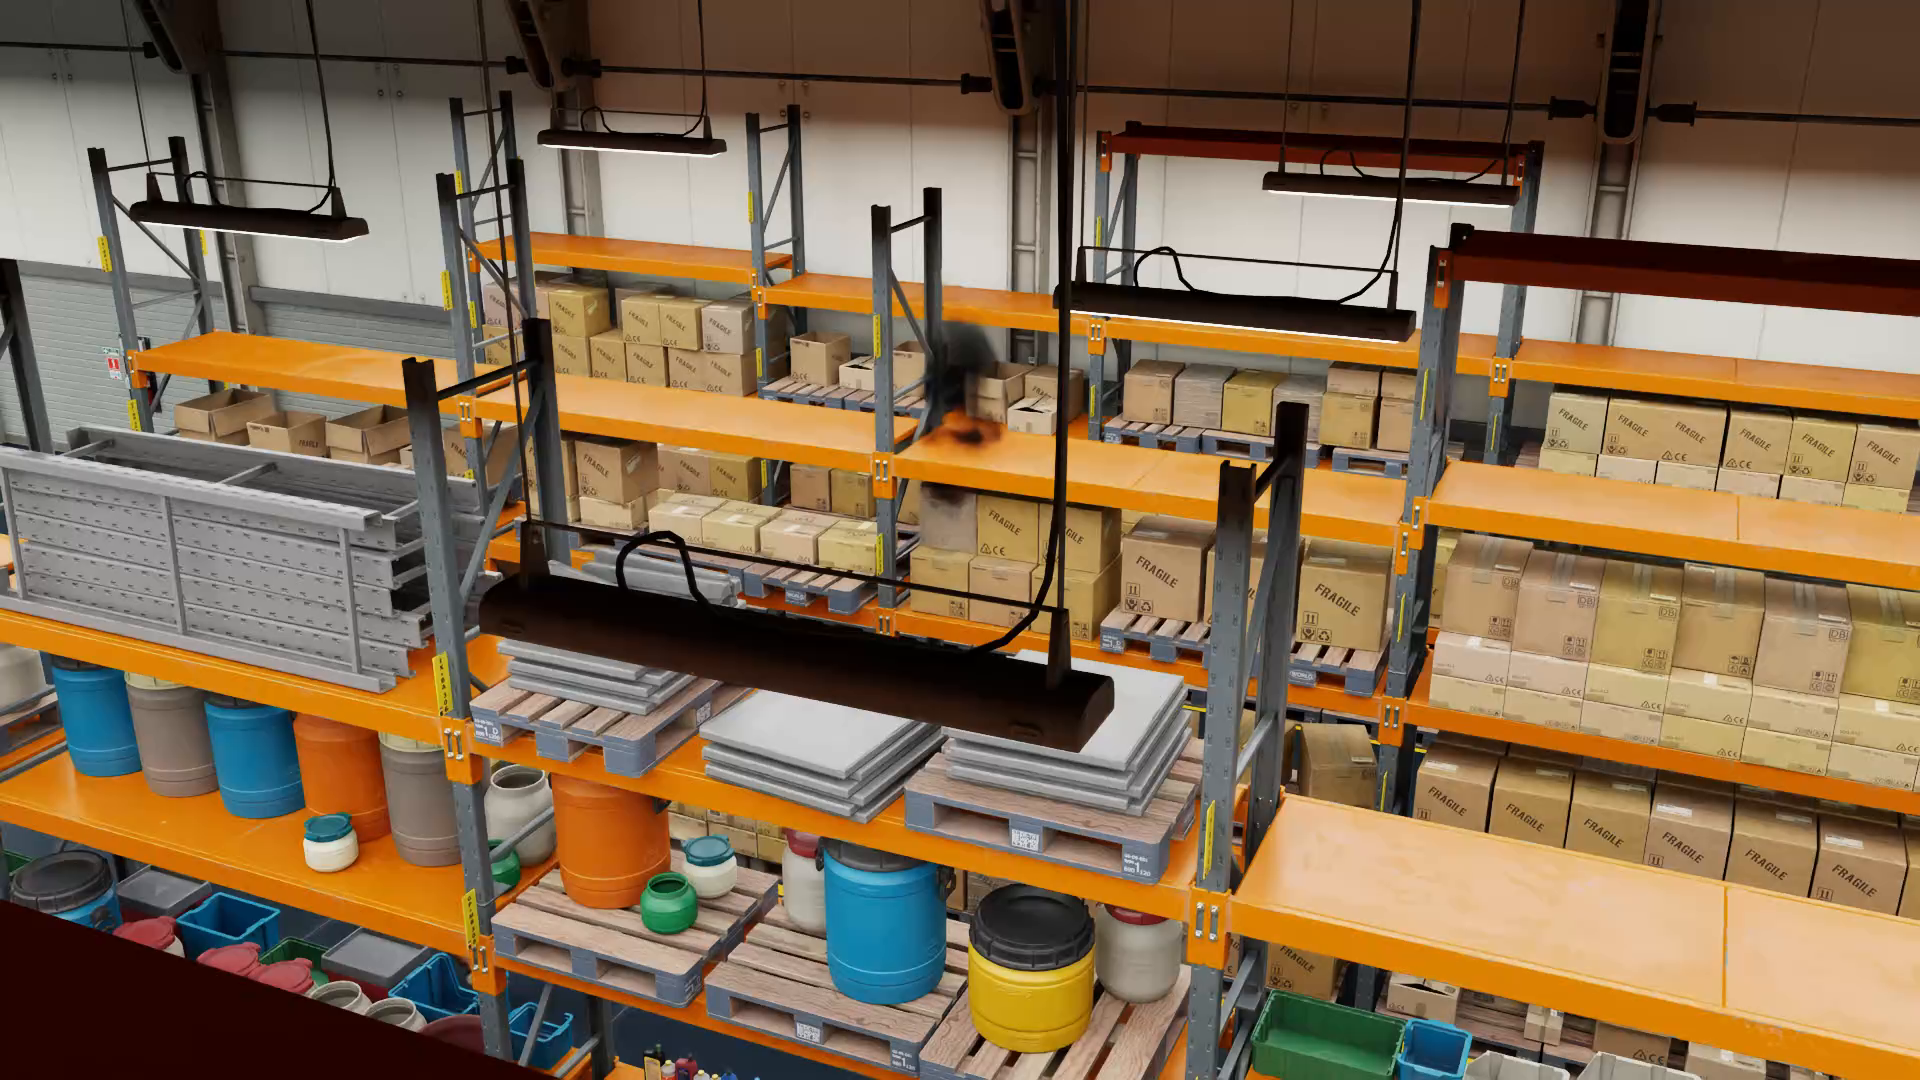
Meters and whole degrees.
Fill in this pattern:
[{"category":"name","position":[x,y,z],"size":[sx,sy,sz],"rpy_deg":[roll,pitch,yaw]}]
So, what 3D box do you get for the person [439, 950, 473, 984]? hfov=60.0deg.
[{"category":"person","position":[-4.174,2.782,12.953],"size":[1.082,1.666,0.581],"rpy_deg":[6,21,15]}]
